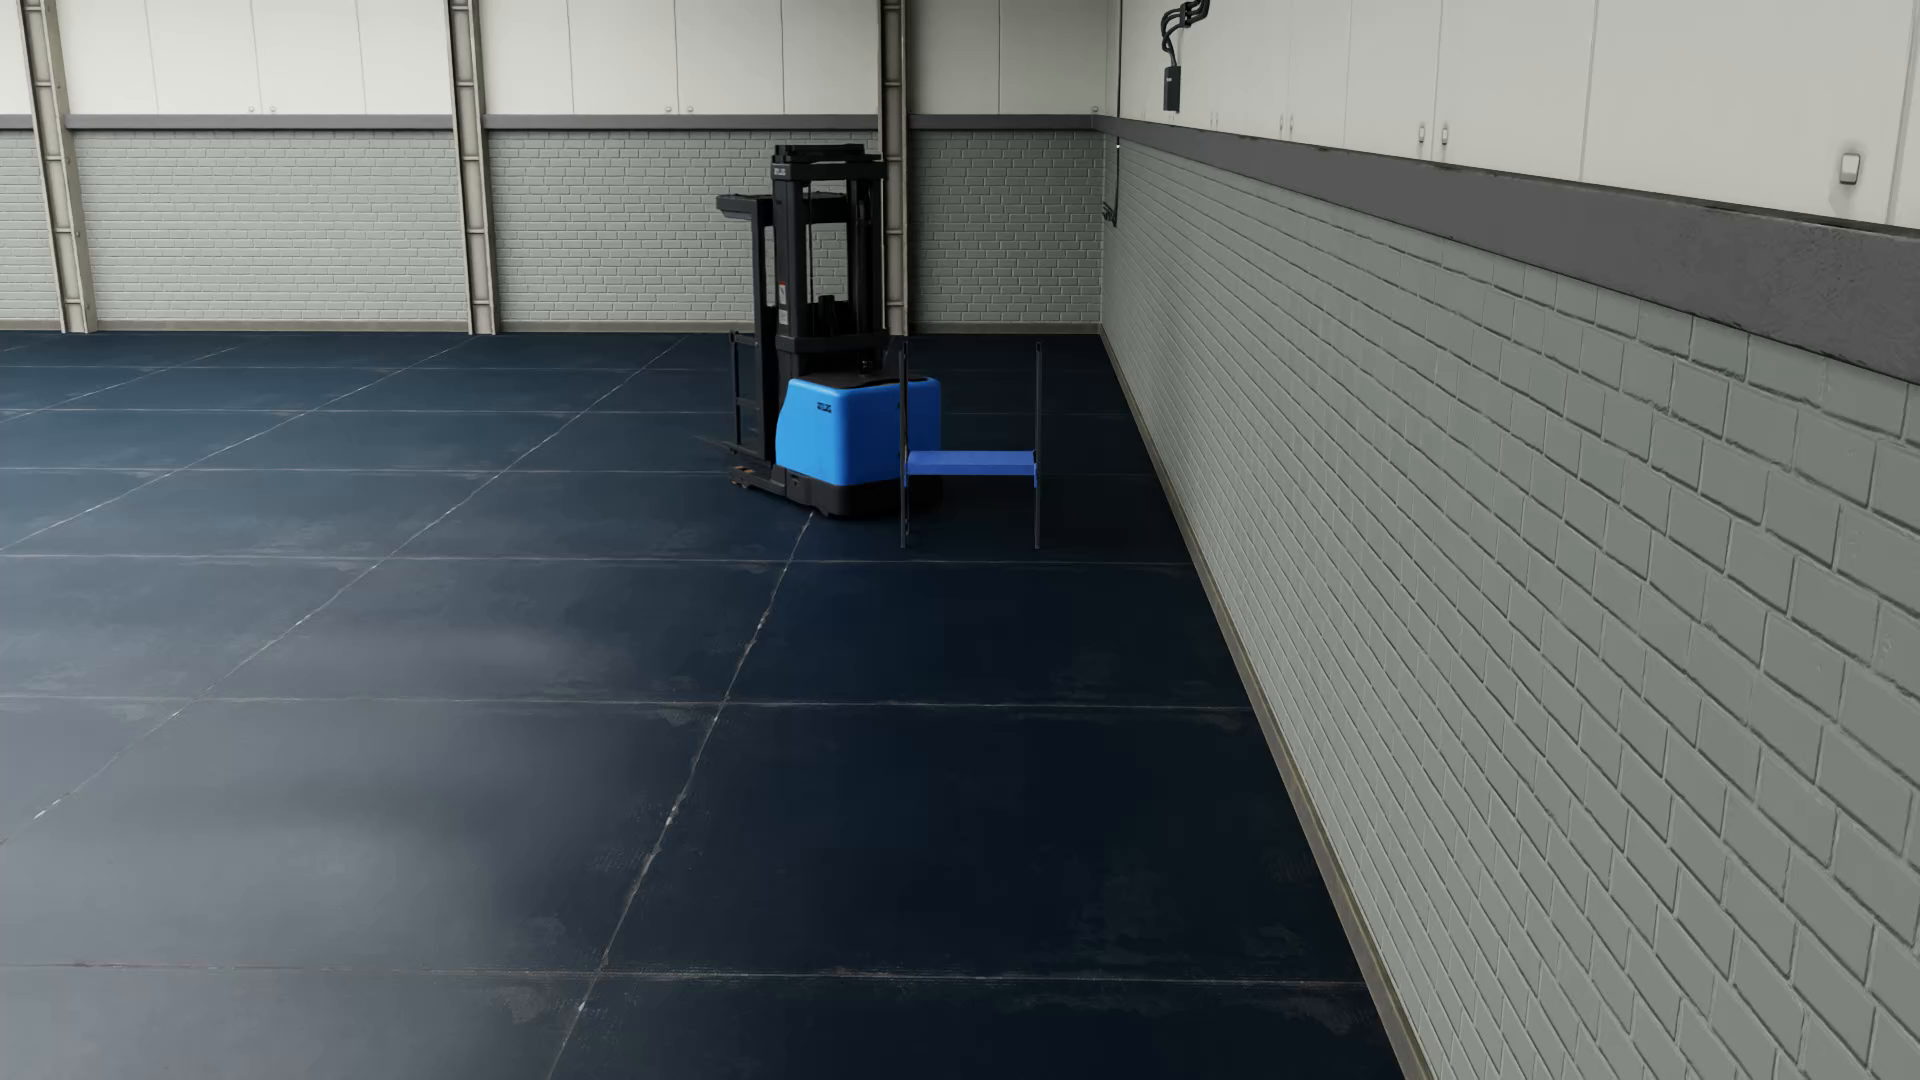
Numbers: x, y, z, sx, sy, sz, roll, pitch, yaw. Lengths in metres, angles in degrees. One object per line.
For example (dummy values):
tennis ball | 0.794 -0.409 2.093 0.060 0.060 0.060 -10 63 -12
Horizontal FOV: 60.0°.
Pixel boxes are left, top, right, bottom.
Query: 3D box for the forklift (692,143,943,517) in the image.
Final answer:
forklift | -1.395 -1.927 14.398 1.130 2.935 3.031 -10 18 -34

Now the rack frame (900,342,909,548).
rack frame | -0.423 -0.728 12.659 0.032 1.500 0.500 0 15 1

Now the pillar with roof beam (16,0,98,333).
pillar with roof beam | -13.049 -6.320 19.154 0.400 9.000 9.100 0 15 1

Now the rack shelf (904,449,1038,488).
rack shelf | 0.085 -0.551 12.692 1.000 0.185 0.538 0 15 1

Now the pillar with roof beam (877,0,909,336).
pillar with roof beam | -1.053 -6.242 18.858 0.400 9.000 9.100 0 15 1

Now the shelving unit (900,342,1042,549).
shelving unit | 0.085 -0.725 12.647 1.048 1.500 0.538 0 15 1

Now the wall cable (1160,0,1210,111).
wall cable | 1.710 -6.207 12.058 0.169 6.003 2.305 0 15 1

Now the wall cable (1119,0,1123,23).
wall cable | 1.899 -7.234 18.805 0.112 2.526 3.097 0 15 1

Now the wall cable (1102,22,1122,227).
wall cable | 1.968 -5.482 22.064 0.112 2.526 3.097 0 15 1

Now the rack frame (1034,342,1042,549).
rack frame | 0.593 -0.721 12.634 0.032 1.500 0.500 0 15 1

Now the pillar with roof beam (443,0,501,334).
pillar with roof beam | -7.051 -6.281 19.006 0.400 9.000 9.100 0 15 1
